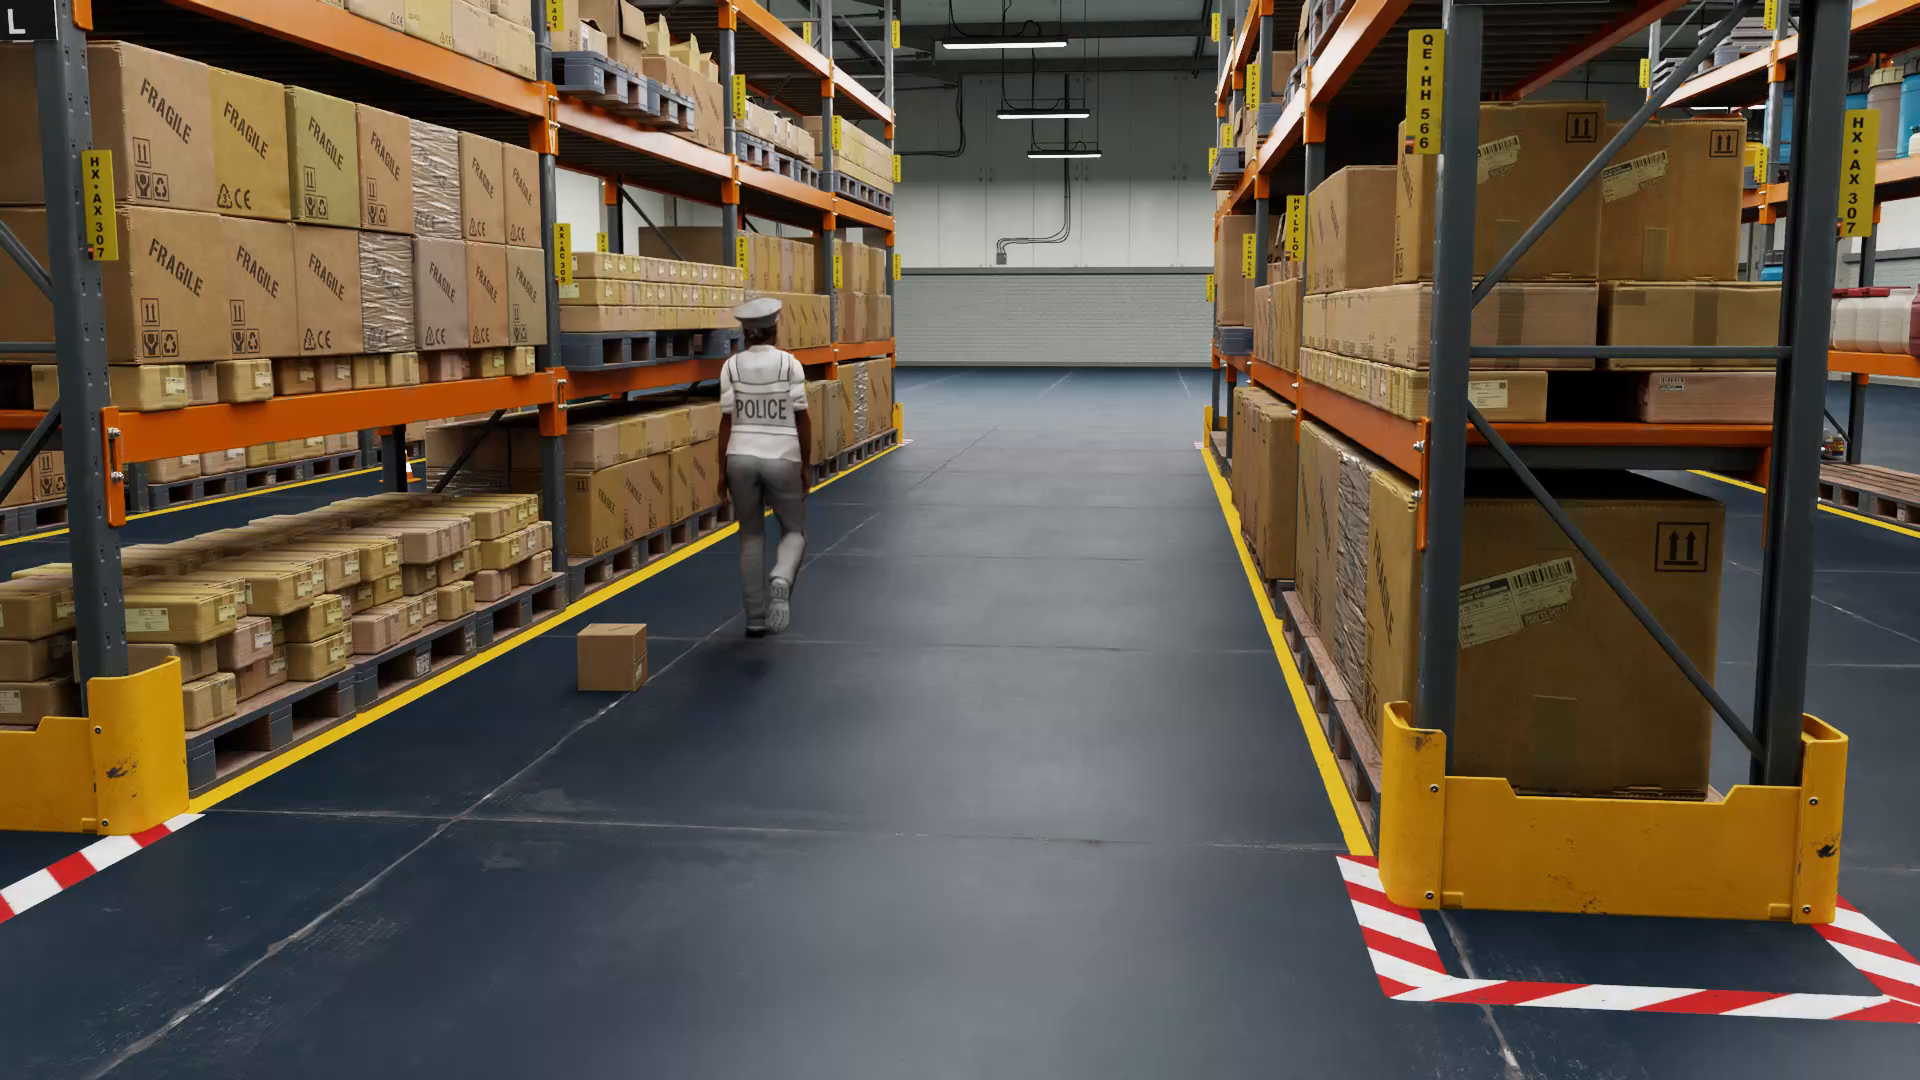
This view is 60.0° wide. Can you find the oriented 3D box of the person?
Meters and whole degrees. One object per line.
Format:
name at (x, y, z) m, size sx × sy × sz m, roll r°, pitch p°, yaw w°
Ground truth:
person at (-0.977, -0.360, 8.246) m, size 0.478 × 1.669 × 0.551 m, roll 0°, pitch 8°, yaw 1°
